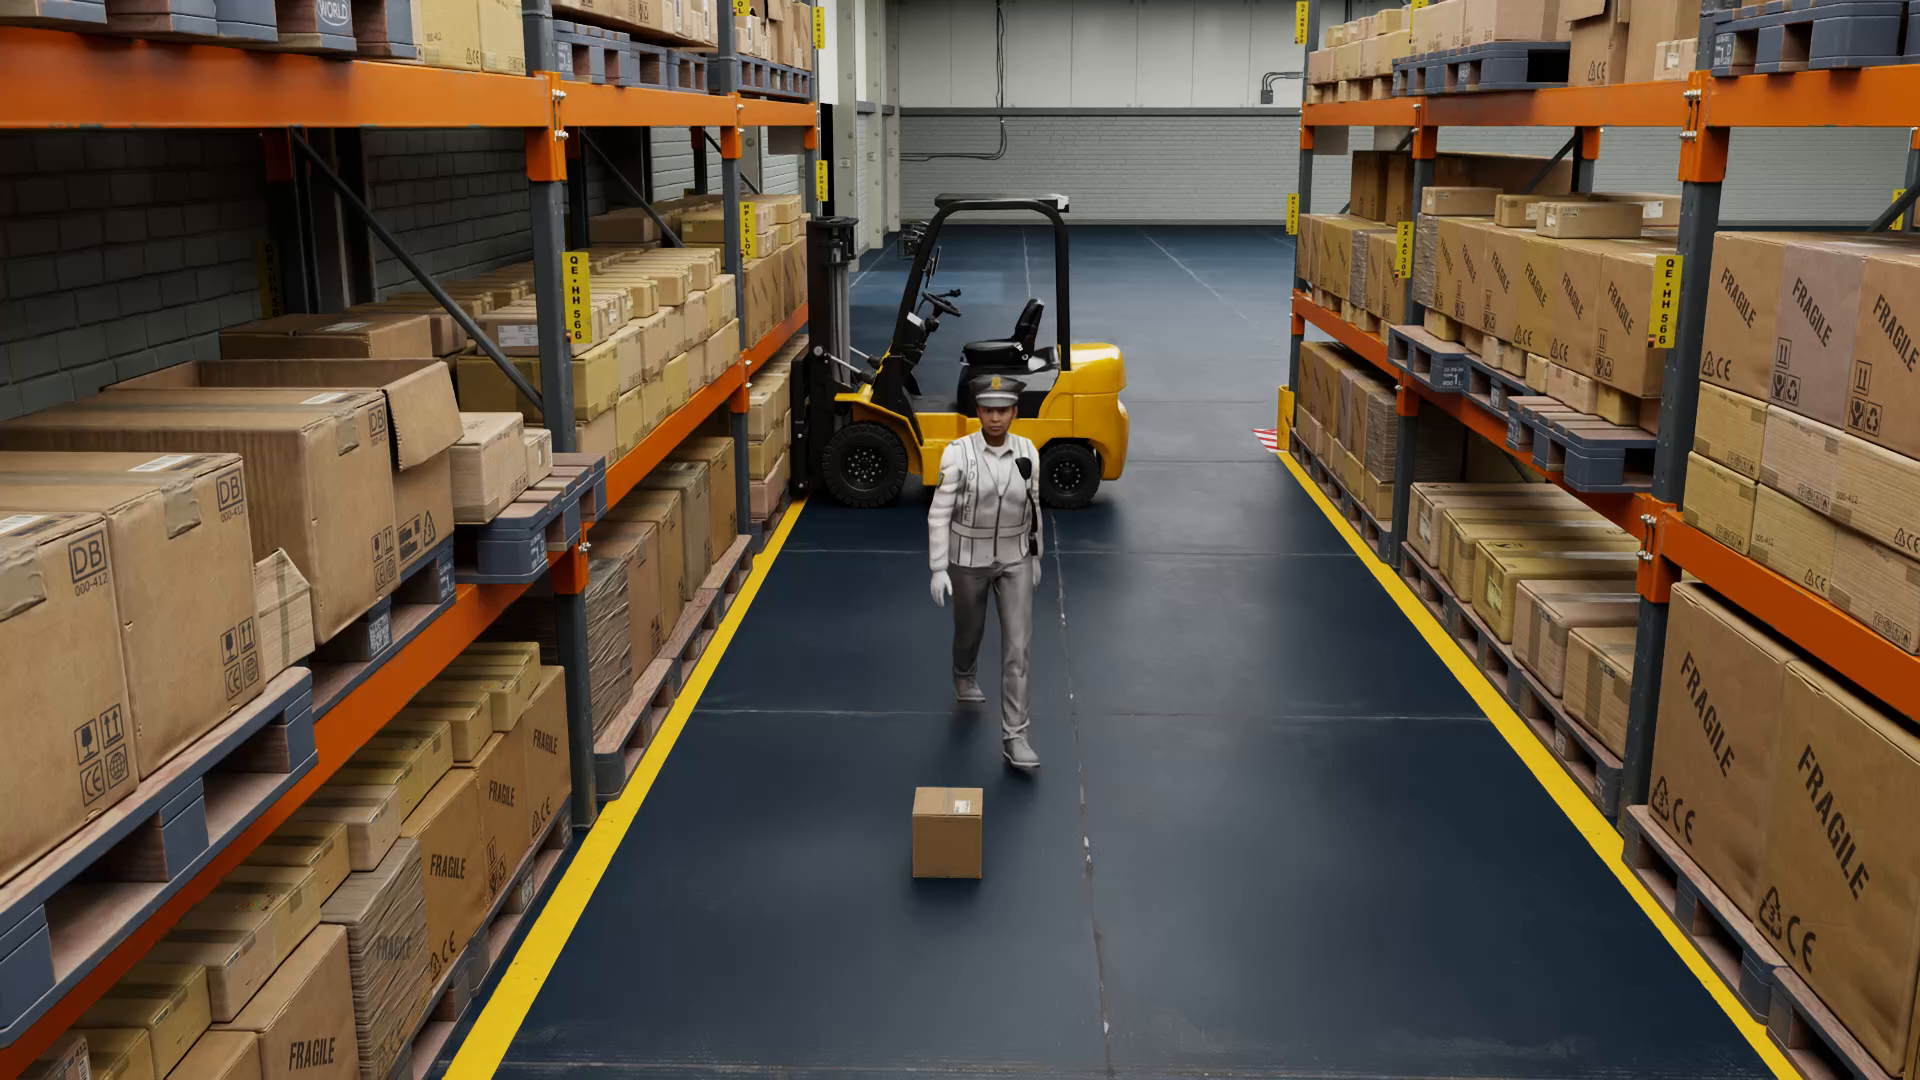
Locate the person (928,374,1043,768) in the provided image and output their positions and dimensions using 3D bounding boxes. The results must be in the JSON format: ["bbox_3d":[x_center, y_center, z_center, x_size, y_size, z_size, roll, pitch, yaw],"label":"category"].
[{"bbox_3d":[0.116,0.077,7.158,0.524,1.637,1.021,-2,14,-8],"label":"person"}]
